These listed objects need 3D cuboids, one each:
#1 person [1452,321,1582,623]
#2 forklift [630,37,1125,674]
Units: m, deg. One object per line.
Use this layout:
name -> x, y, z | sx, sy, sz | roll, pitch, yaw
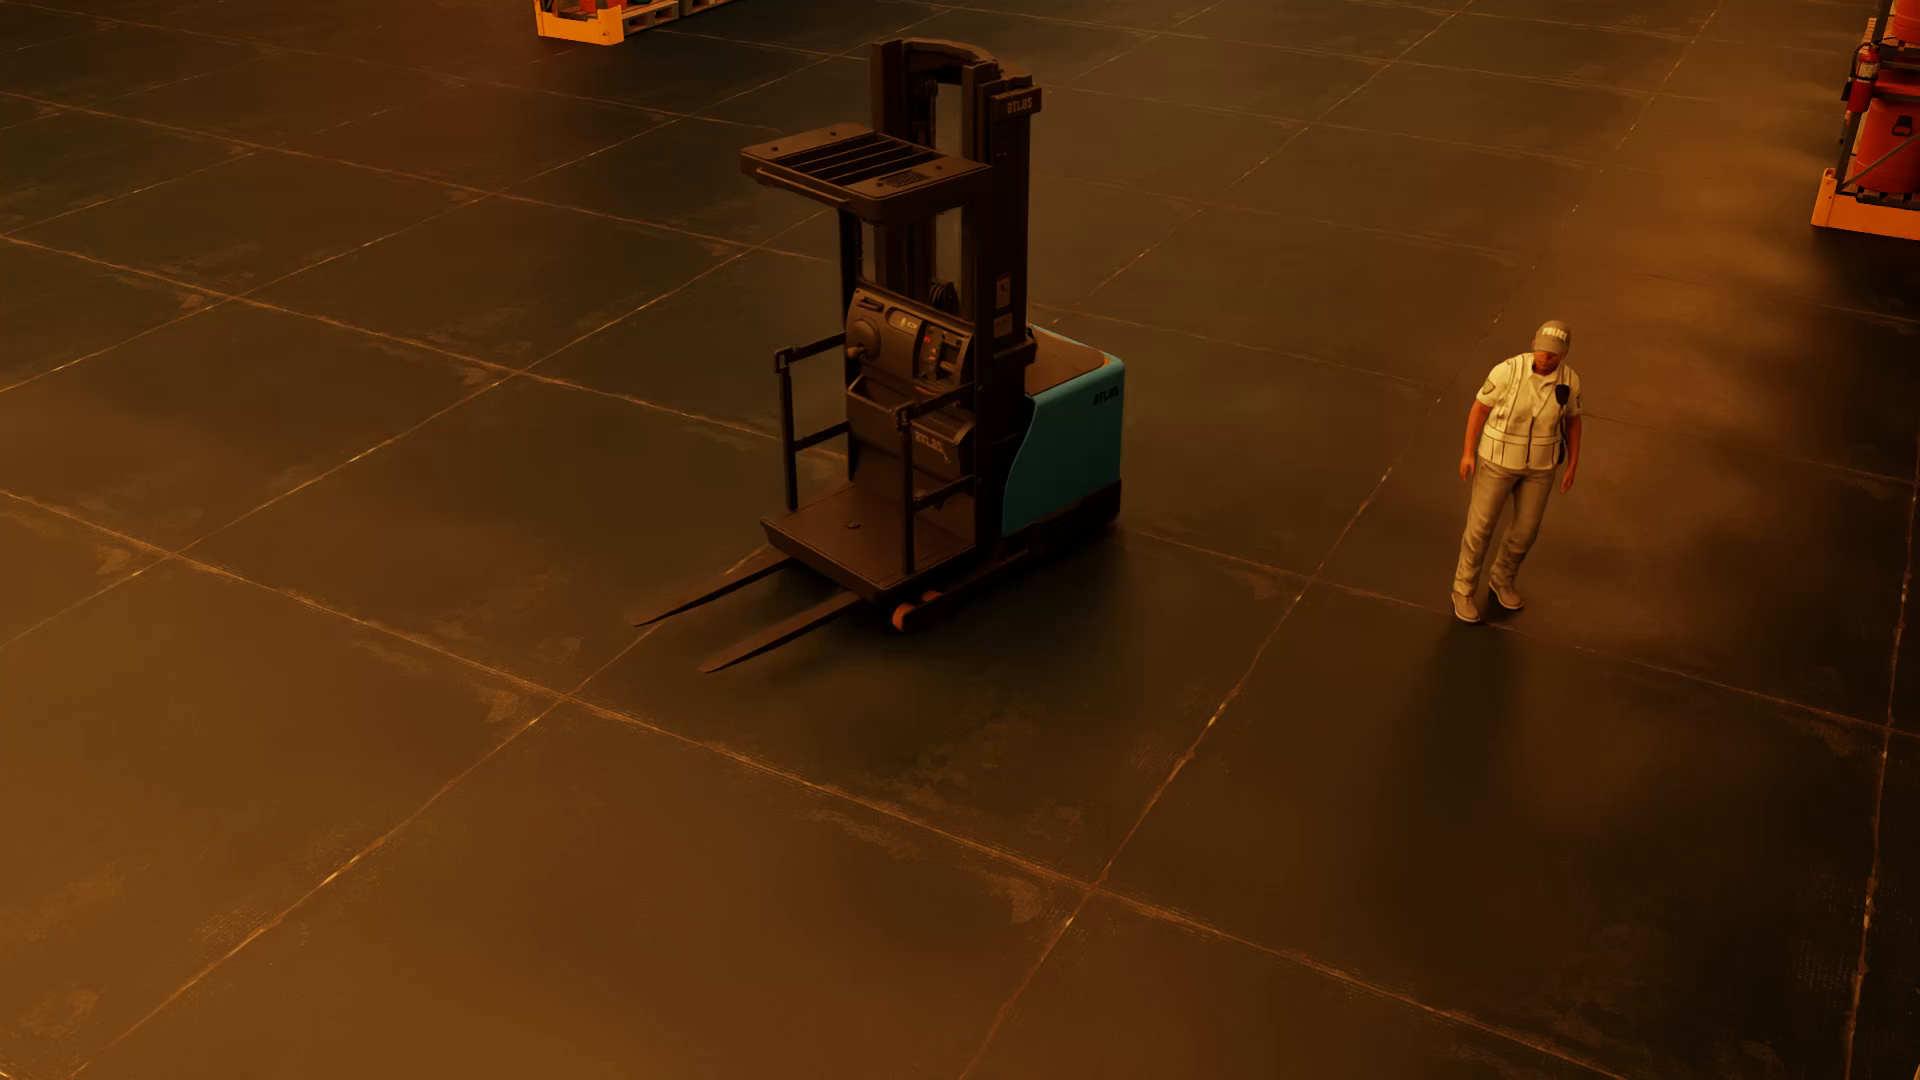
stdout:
person -> 3.031, -0.376, 8.989 | 0.623, 1.669, 0.525 | 1, 30, 2
forklift -> -0.433, -1.050, 8.891 | 3.031, 2.935, 1.130 | -26, 39, -37
